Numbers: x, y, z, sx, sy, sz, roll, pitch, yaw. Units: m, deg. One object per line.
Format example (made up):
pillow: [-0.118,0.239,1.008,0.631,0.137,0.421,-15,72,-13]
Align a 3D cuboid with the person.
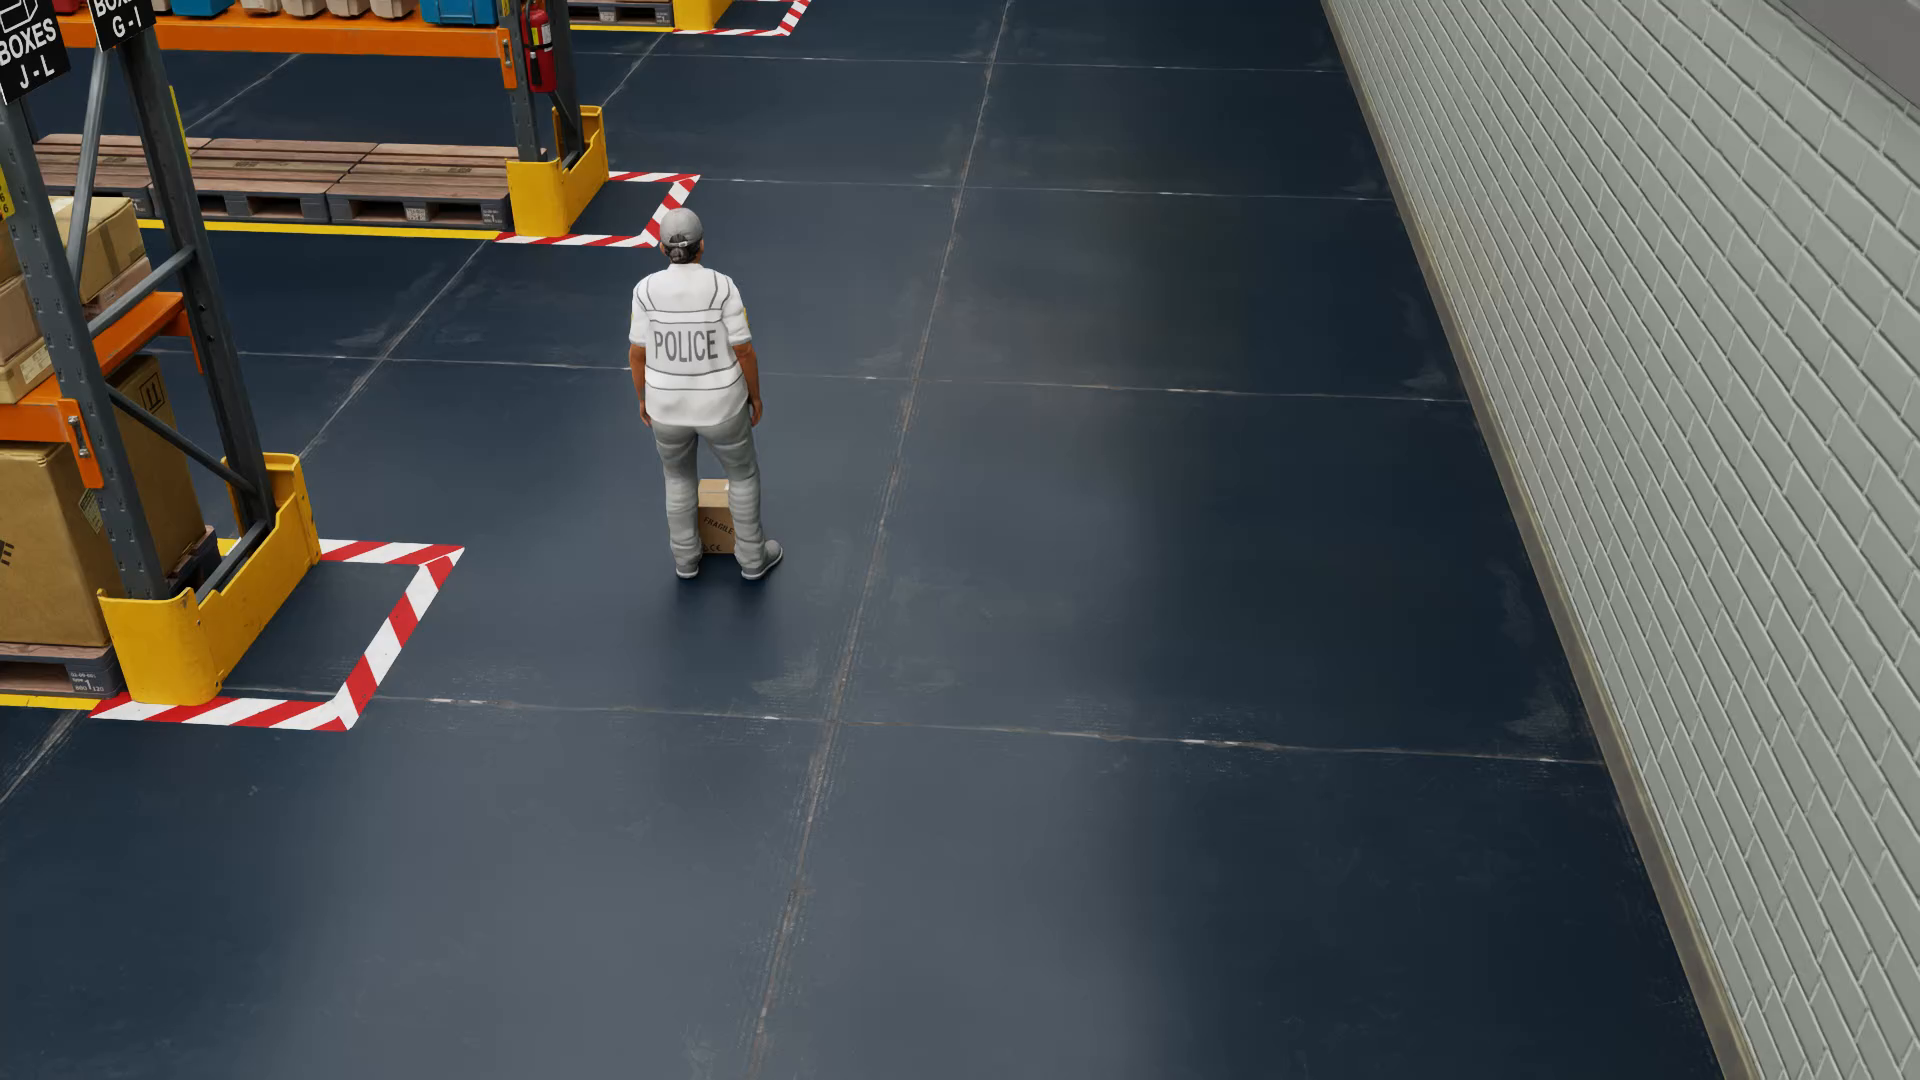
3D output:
person: [-1.092,-0.591,7.071,0.564,1.667,0.465,1,32,1]
